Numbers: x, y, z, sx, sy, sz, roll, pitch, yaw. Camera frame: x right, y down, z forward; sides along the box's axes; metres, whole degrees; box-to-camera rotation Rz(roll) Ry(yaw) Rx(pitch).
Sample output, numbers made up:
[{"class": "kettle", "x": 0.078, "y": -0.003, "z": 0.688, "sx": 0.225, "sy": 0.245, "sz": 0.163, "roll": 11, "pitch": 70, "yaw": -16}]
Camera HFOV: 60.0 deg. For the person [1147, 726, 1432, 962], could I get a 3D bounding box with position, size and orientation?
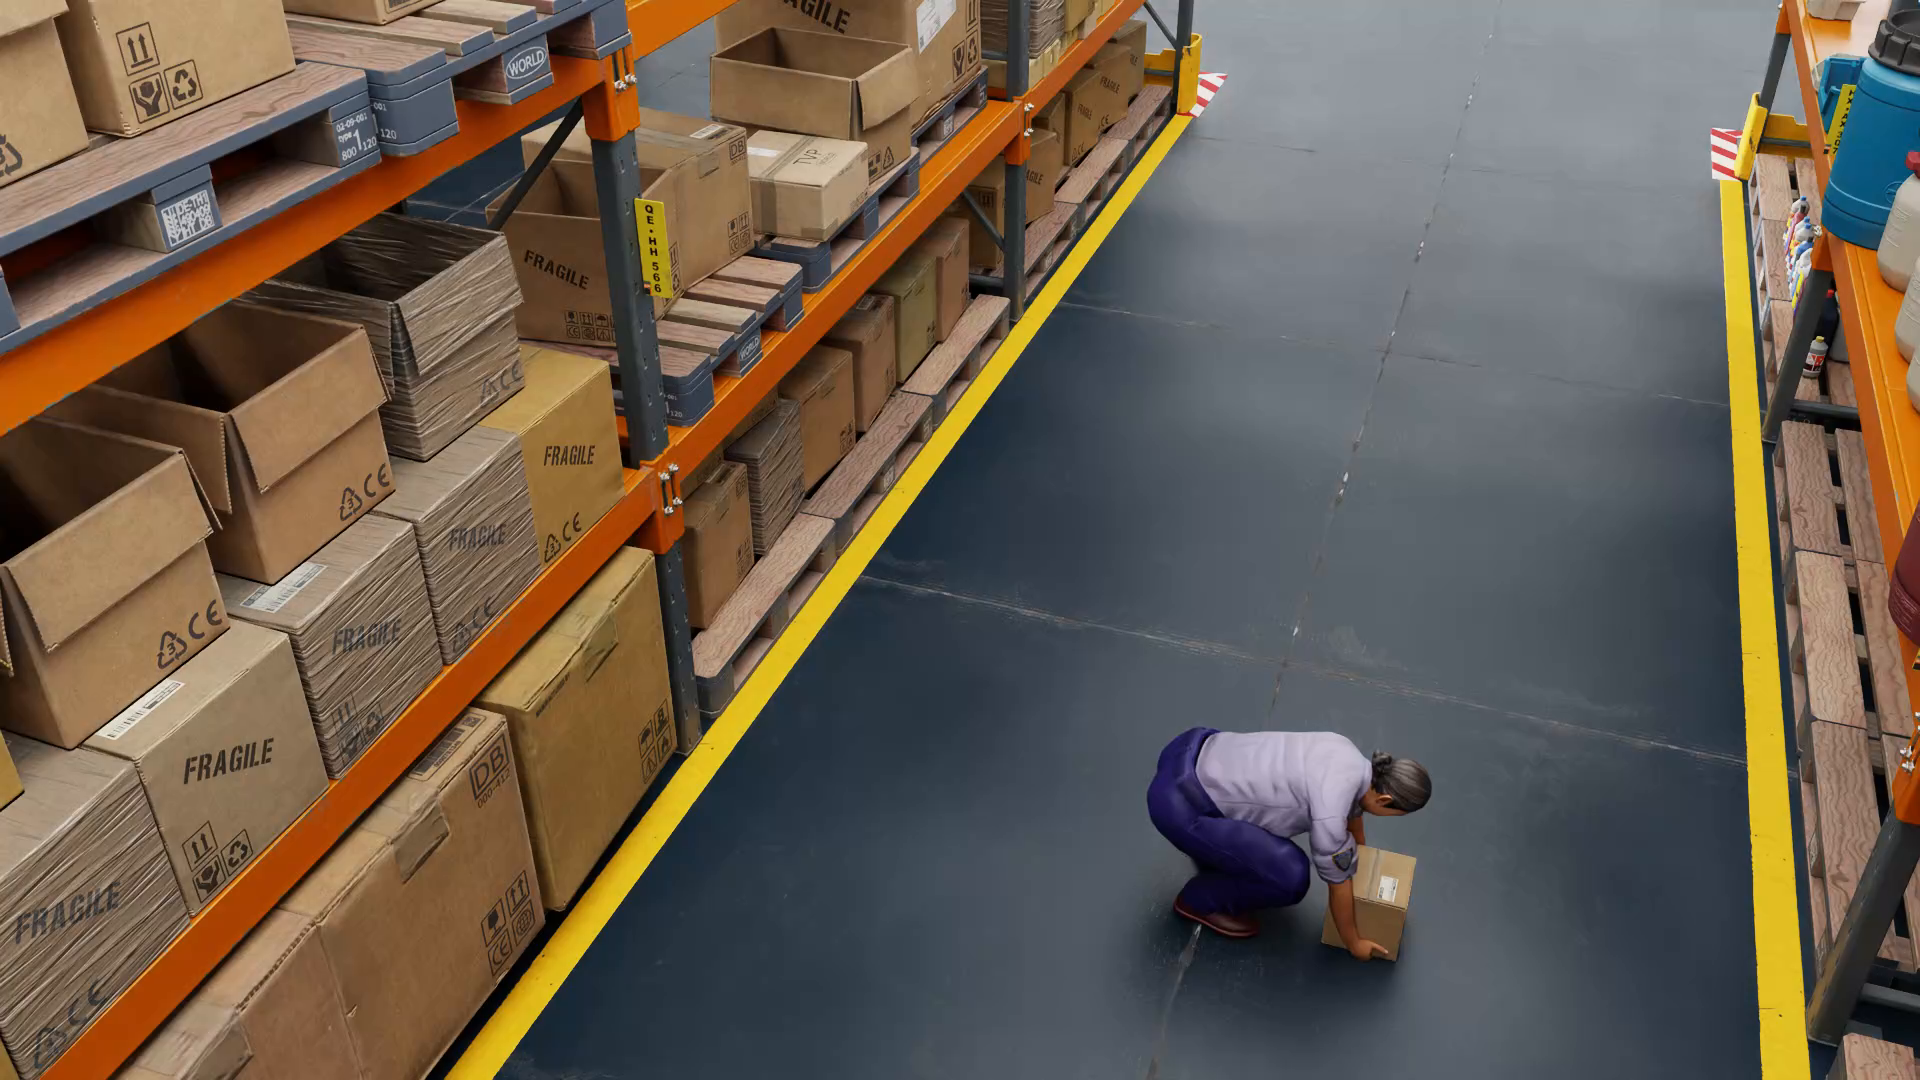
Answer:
[{"class": "person", "x": 1.075, "y": 0.958, "z": 5.552, "sx": 0.889, "sy": 0.745, "sz": 0.506, "roll": 10, "pitch": 35, "yaw": 15}]
